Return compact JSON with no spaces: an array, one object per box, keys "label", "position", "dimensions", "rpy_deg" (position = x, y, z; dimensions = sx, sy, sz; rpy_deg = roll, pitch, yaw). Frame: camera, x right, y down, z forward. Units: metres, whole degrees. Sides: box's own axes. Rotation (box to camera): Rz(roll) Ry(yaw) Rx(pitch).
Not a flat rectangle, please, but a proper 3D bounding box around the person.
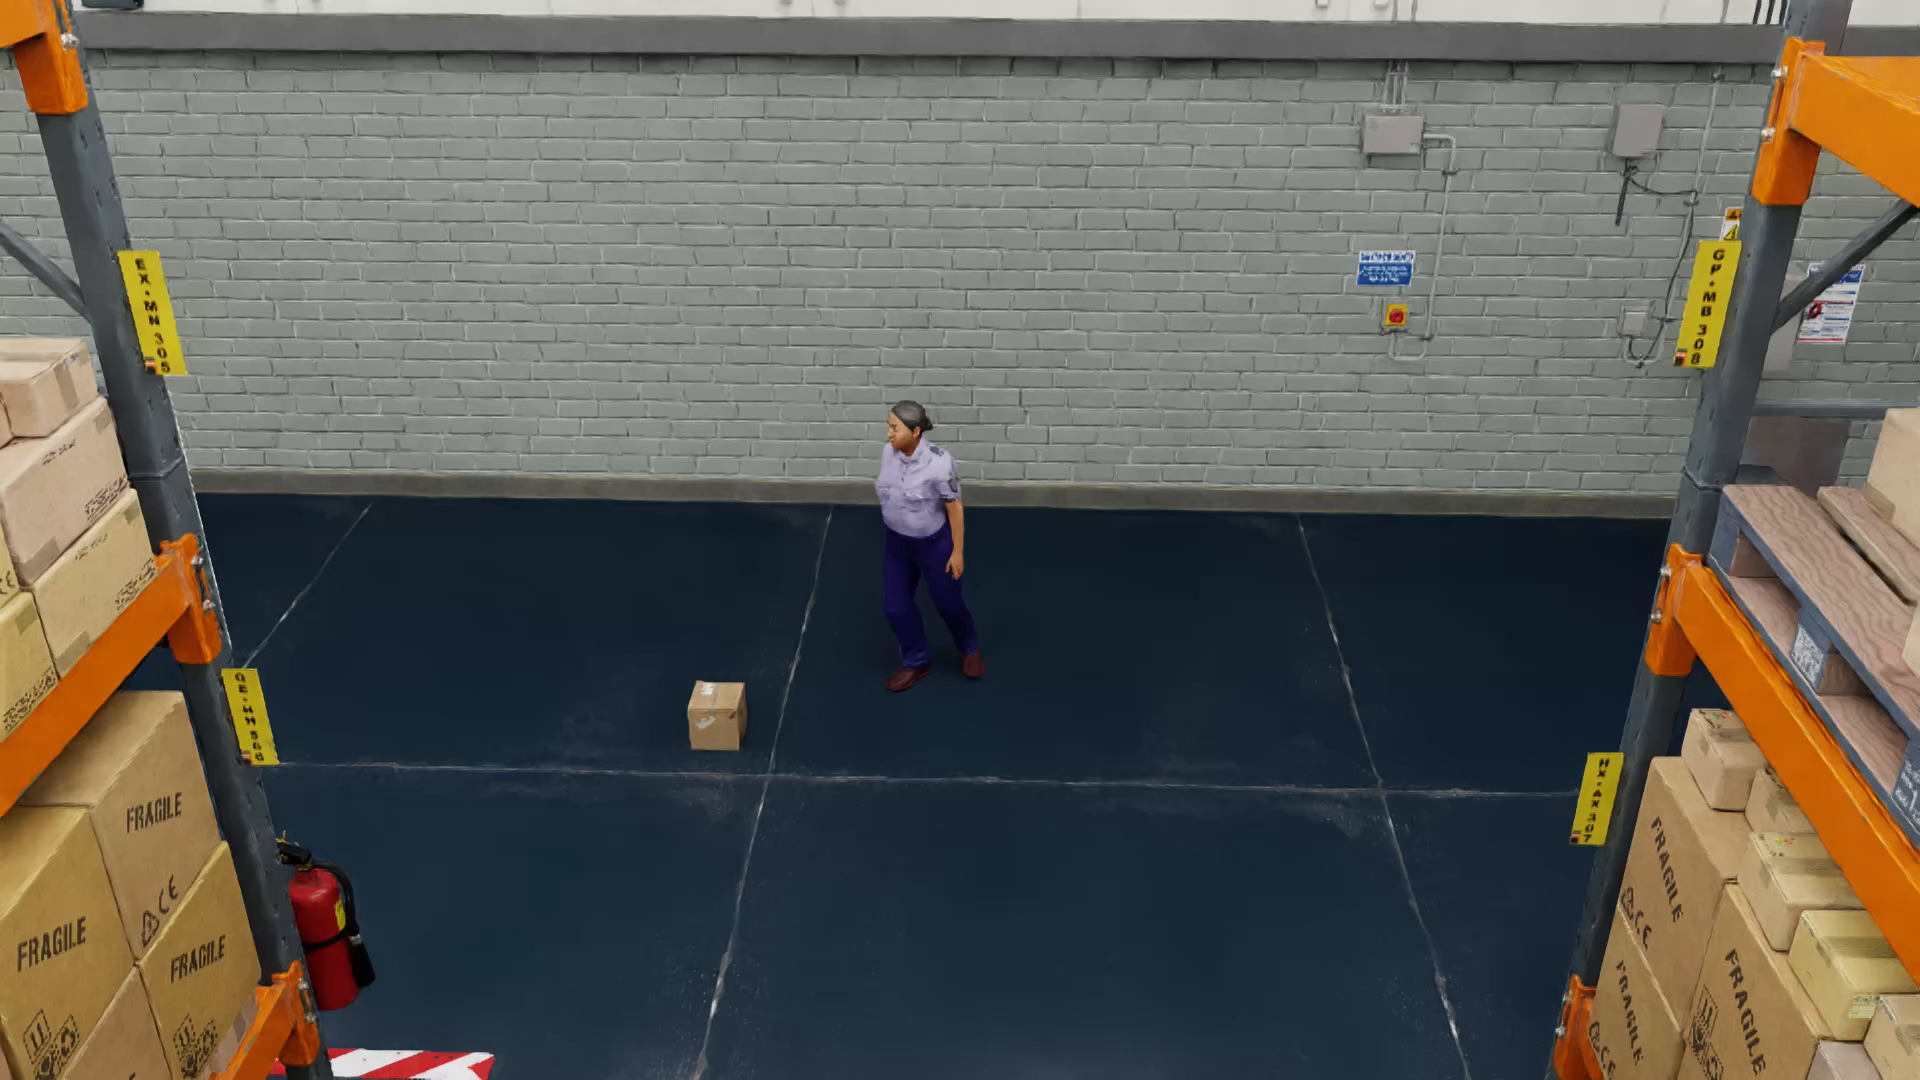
[{"label":"person","position":[-0.148,0.013,8.645],"dimensions":[0.529,1.609,0.552],"rpy_deg":[18,33,30]}]
